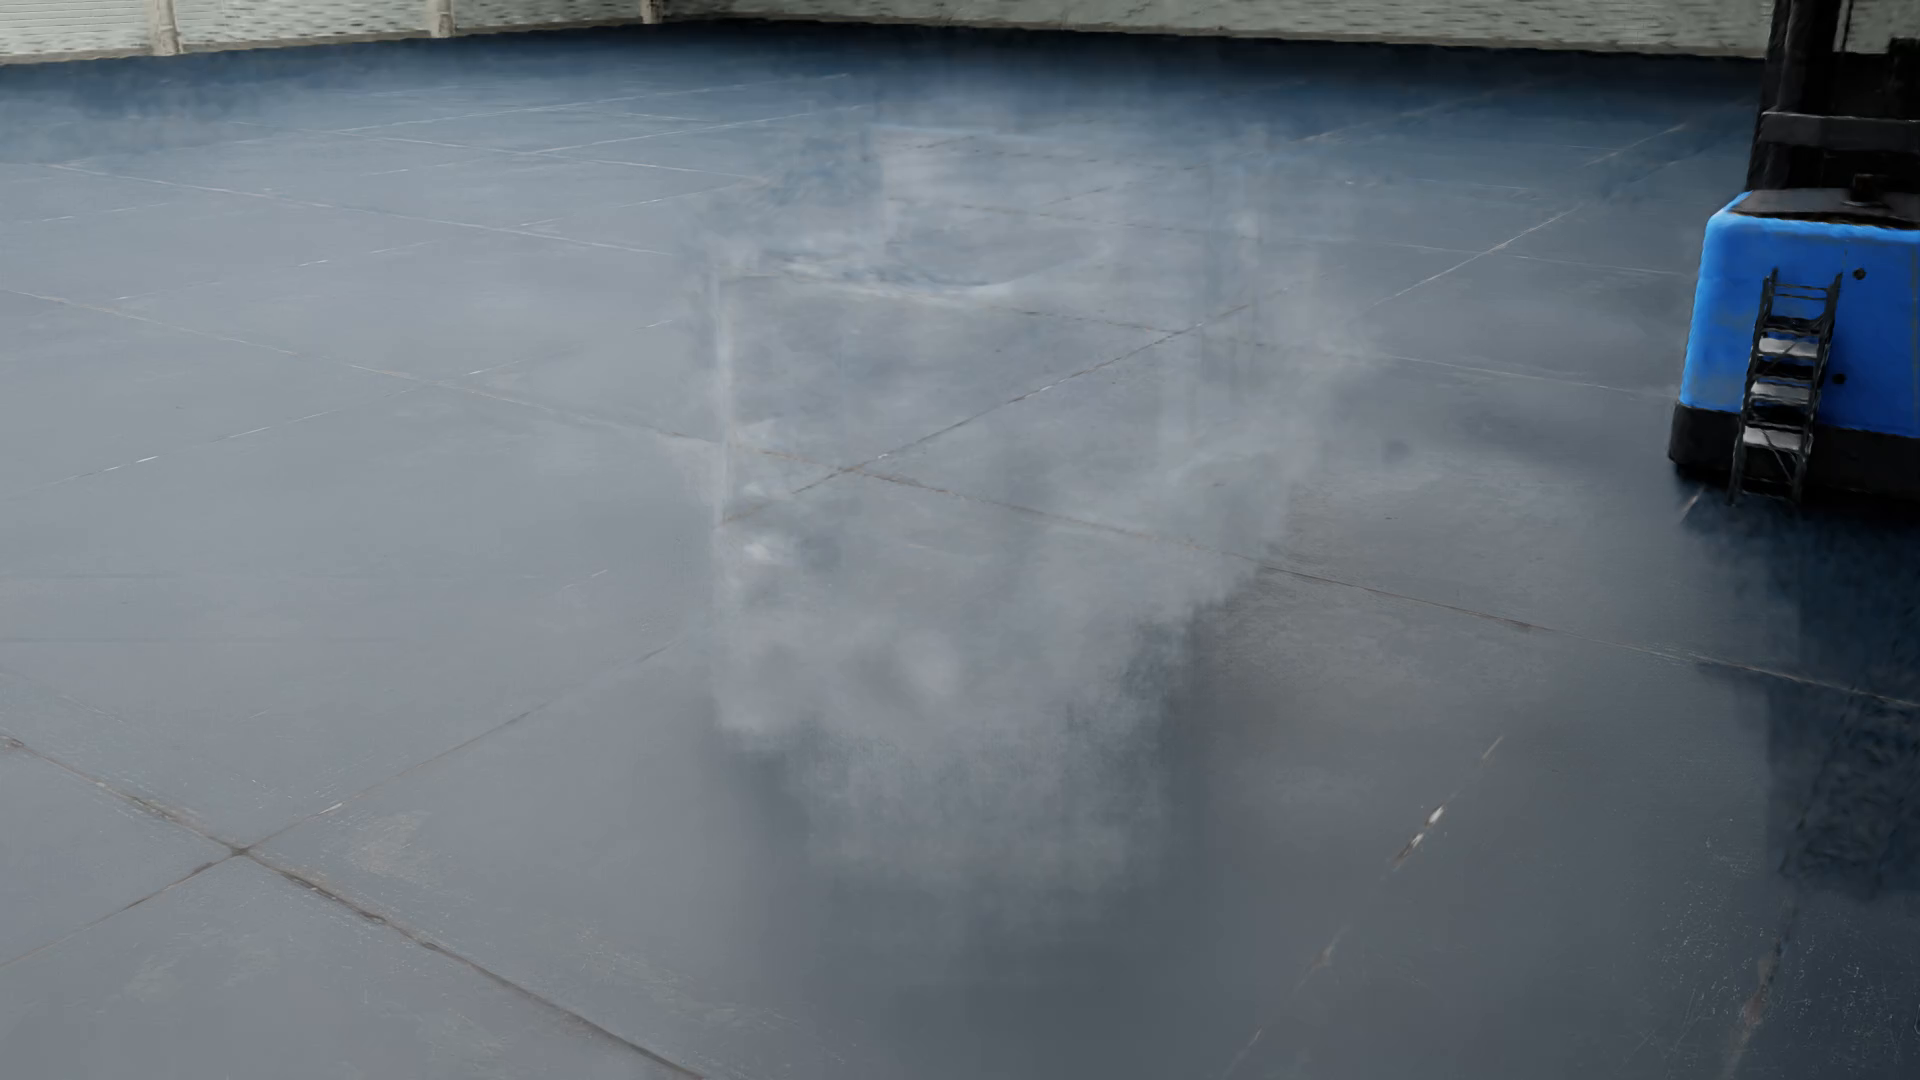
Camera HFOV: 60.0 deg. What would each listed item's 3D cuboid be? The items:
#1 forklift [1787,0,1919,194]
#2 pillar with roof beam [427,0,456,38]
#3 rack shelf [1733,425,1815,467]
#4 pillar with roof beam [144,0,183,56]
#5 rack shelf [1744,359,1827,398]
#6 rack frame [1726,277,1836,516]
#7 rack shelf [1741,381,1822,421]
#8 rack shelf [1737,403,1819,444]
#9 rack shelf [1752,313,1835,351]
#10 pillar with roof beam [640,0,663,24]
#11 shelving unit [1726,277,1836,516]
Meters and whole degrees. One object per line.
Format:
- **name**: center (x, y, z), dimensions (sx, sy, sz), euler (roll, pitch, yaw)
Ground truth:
- **forklift**: center (0.467, -1.550, 5.732), dimensions (1.121, 2.935, 3.031), euler (12, 24, 30)
- **pillar with roof beam**: center (-10.567, -13.154, 28.355), dimensions (9.100, 9.000, 0.400), euler (13, 24, 32)
- **rack shelf**: center (7.266, -2.082, 10.996), dimensions (6.446, 0.275, 19.399), euler (12, 24, 30)
- **pillar with roof beam**: center (-13.940, -11.432, 23.701), dimensions (9.100, 9.000, 0.400), euler (13, 24, 32)
- **rack shelf**: center (-0.509, -0.199, 4.842), dimensions (0.258, 0.077, 0.200), euler (12, 24, 30)
- **rack frame**: center (-0.564, -0.116, 4.782), dimensions (0.240, 0.900, 0.006), euler (12, 24, 30)
- **rack shelf**: center (-0.509, -0.115, 4.874), dimensions (0.258, 0.077, 0.200), euler (12, 24, 30)
- **rack shelf**: center (-0.509, -0.030, 4.905), dimensions (0.258, 0.077, 0.200), euler (12, 24, 30)
- **rack shelf**: center (-0.509, -0.368, 4.780), dimensions (0.258, 0.077, 0.200), euler (12, 24, 30)
- **pillar with roof beam**: center (-7.194, -14.875, 33.009), dimensions (9.100, 9.000, 0.400), euler (13, 24, 32)
- **shelving unit**: center (7.265, -2.374, 10.886), dimensions (6.446, 0.900, 19.404), euler (12, 24, 30)
